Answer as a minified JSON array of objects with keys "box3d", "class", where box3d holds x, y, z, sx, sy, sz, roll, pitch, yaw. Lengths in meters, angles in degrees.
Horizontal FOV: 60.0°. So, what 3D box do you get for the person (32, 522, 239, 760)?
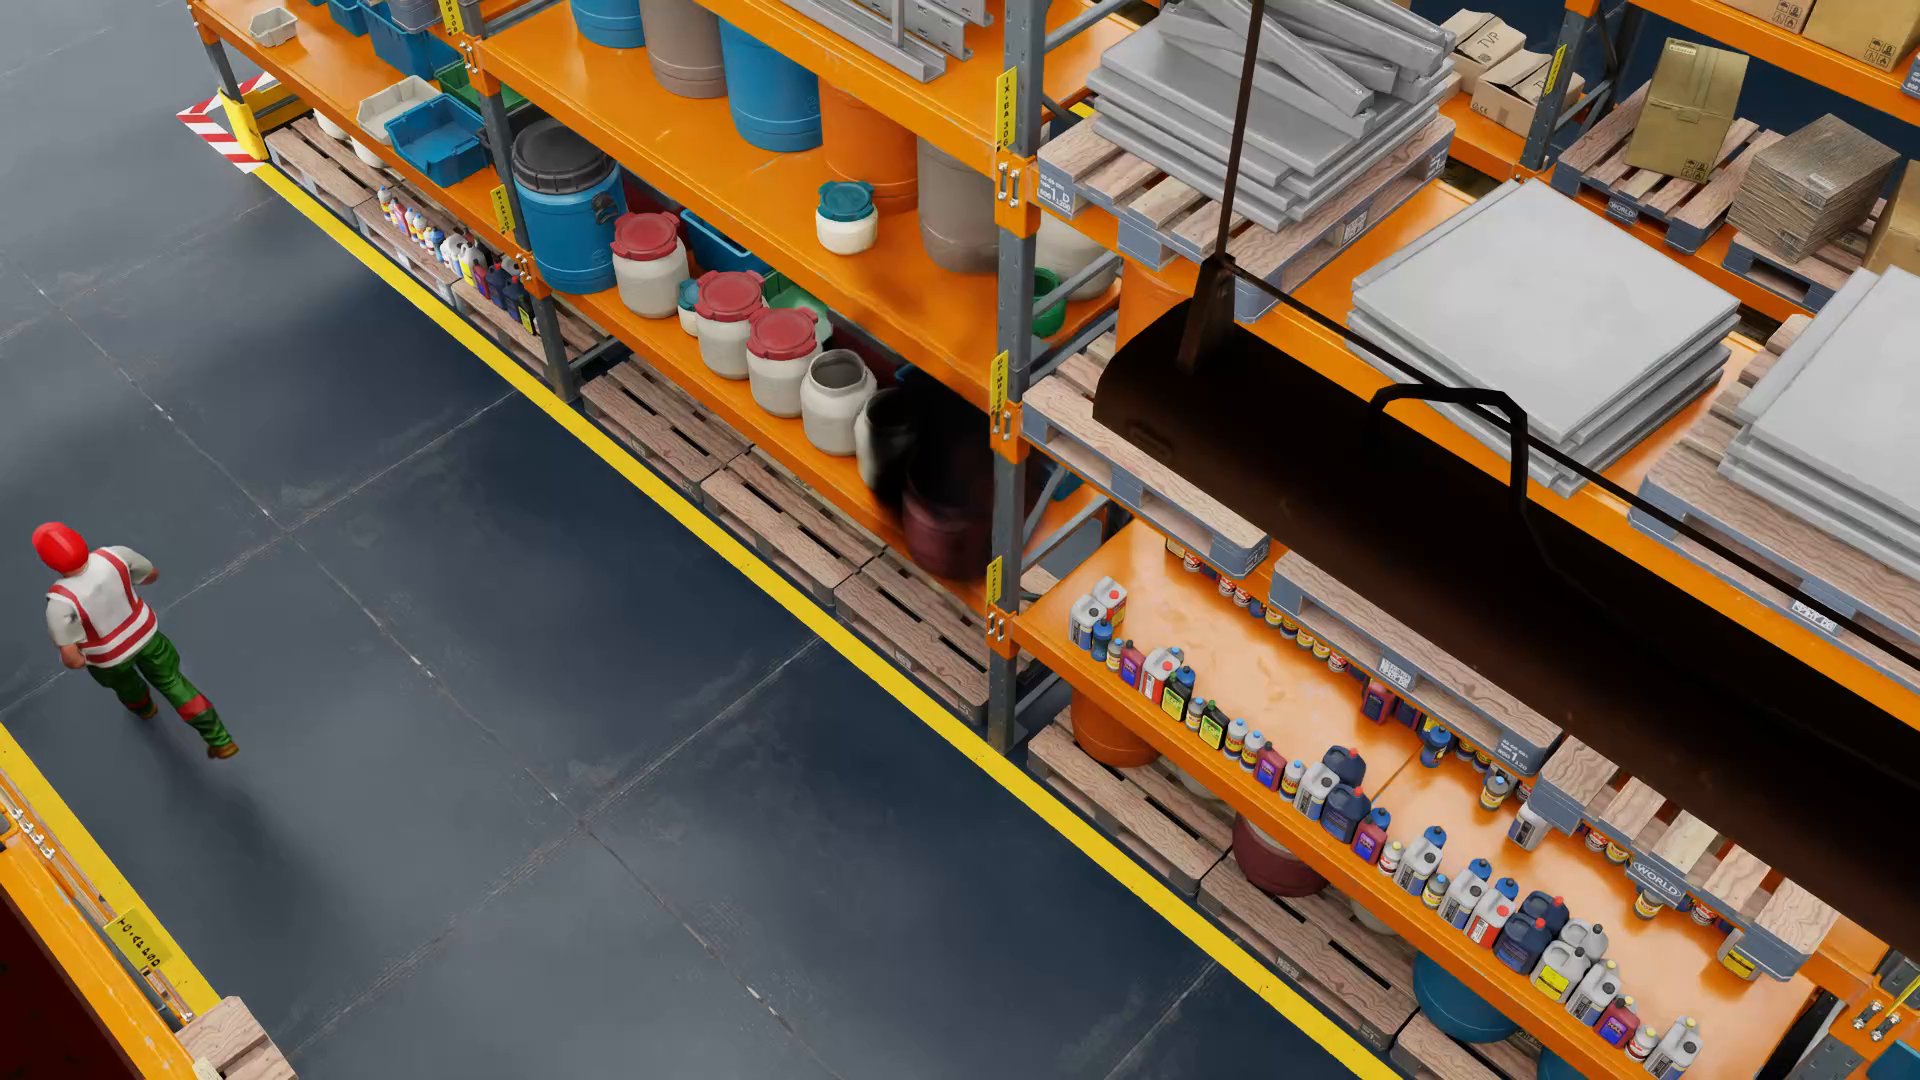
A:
[{"box3d":[-4.358,0.520,8.632,1.016,1.767,0.661,29,56,22],"class":"person"}]
